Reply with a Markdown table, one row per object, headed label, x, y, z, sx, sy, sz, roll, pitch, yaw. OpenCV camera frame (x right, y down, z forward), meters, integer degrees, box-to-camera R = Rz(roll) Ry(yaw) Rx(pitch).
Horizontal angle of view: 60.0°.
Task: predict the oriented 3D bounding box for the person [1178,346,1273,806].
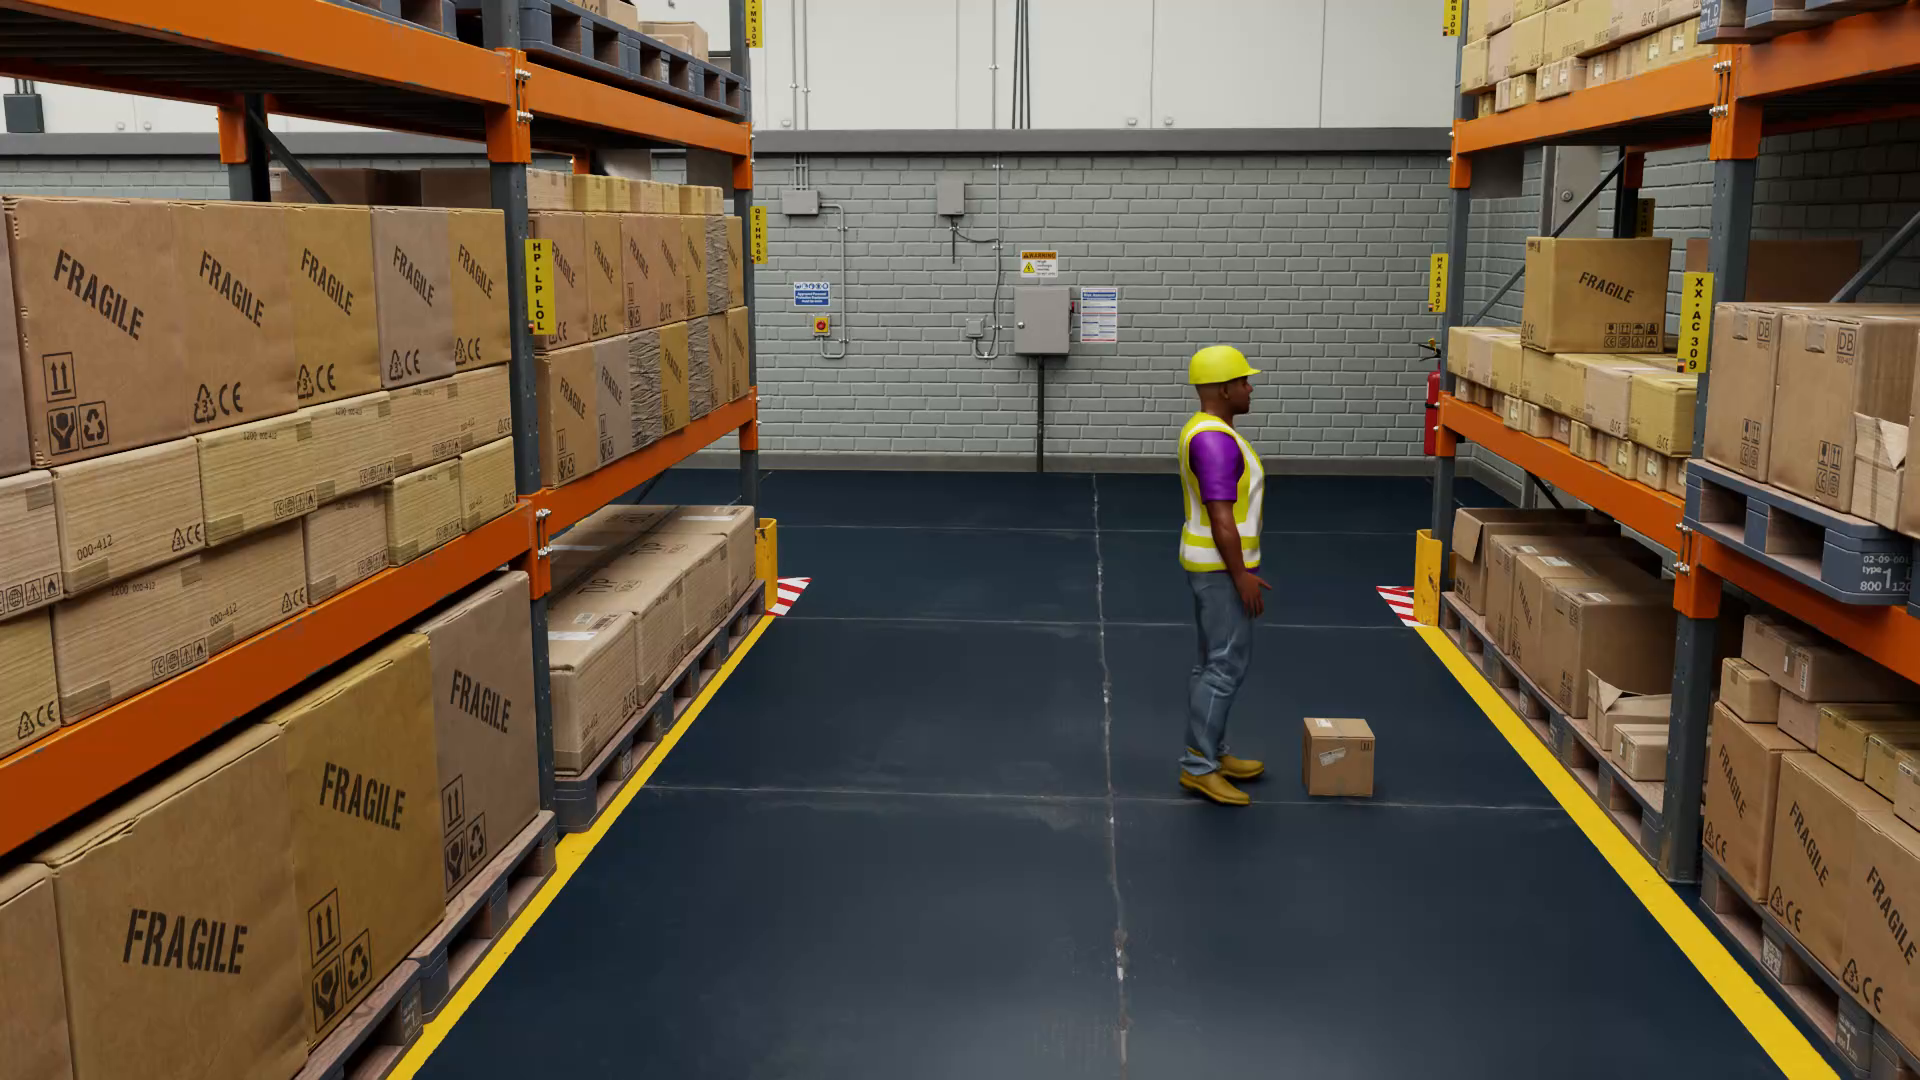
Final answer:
| label | x | y | z | sx | sy | sz | roll | pitch | yaw |
| --- | --- | --- | --- | --- | --- | --- | --- | --- | --- |
| person | 1.061 | 0.125 | 6.655 | 0.389 | 1.794 | 0.600 | 1 | 11 | 4 |
